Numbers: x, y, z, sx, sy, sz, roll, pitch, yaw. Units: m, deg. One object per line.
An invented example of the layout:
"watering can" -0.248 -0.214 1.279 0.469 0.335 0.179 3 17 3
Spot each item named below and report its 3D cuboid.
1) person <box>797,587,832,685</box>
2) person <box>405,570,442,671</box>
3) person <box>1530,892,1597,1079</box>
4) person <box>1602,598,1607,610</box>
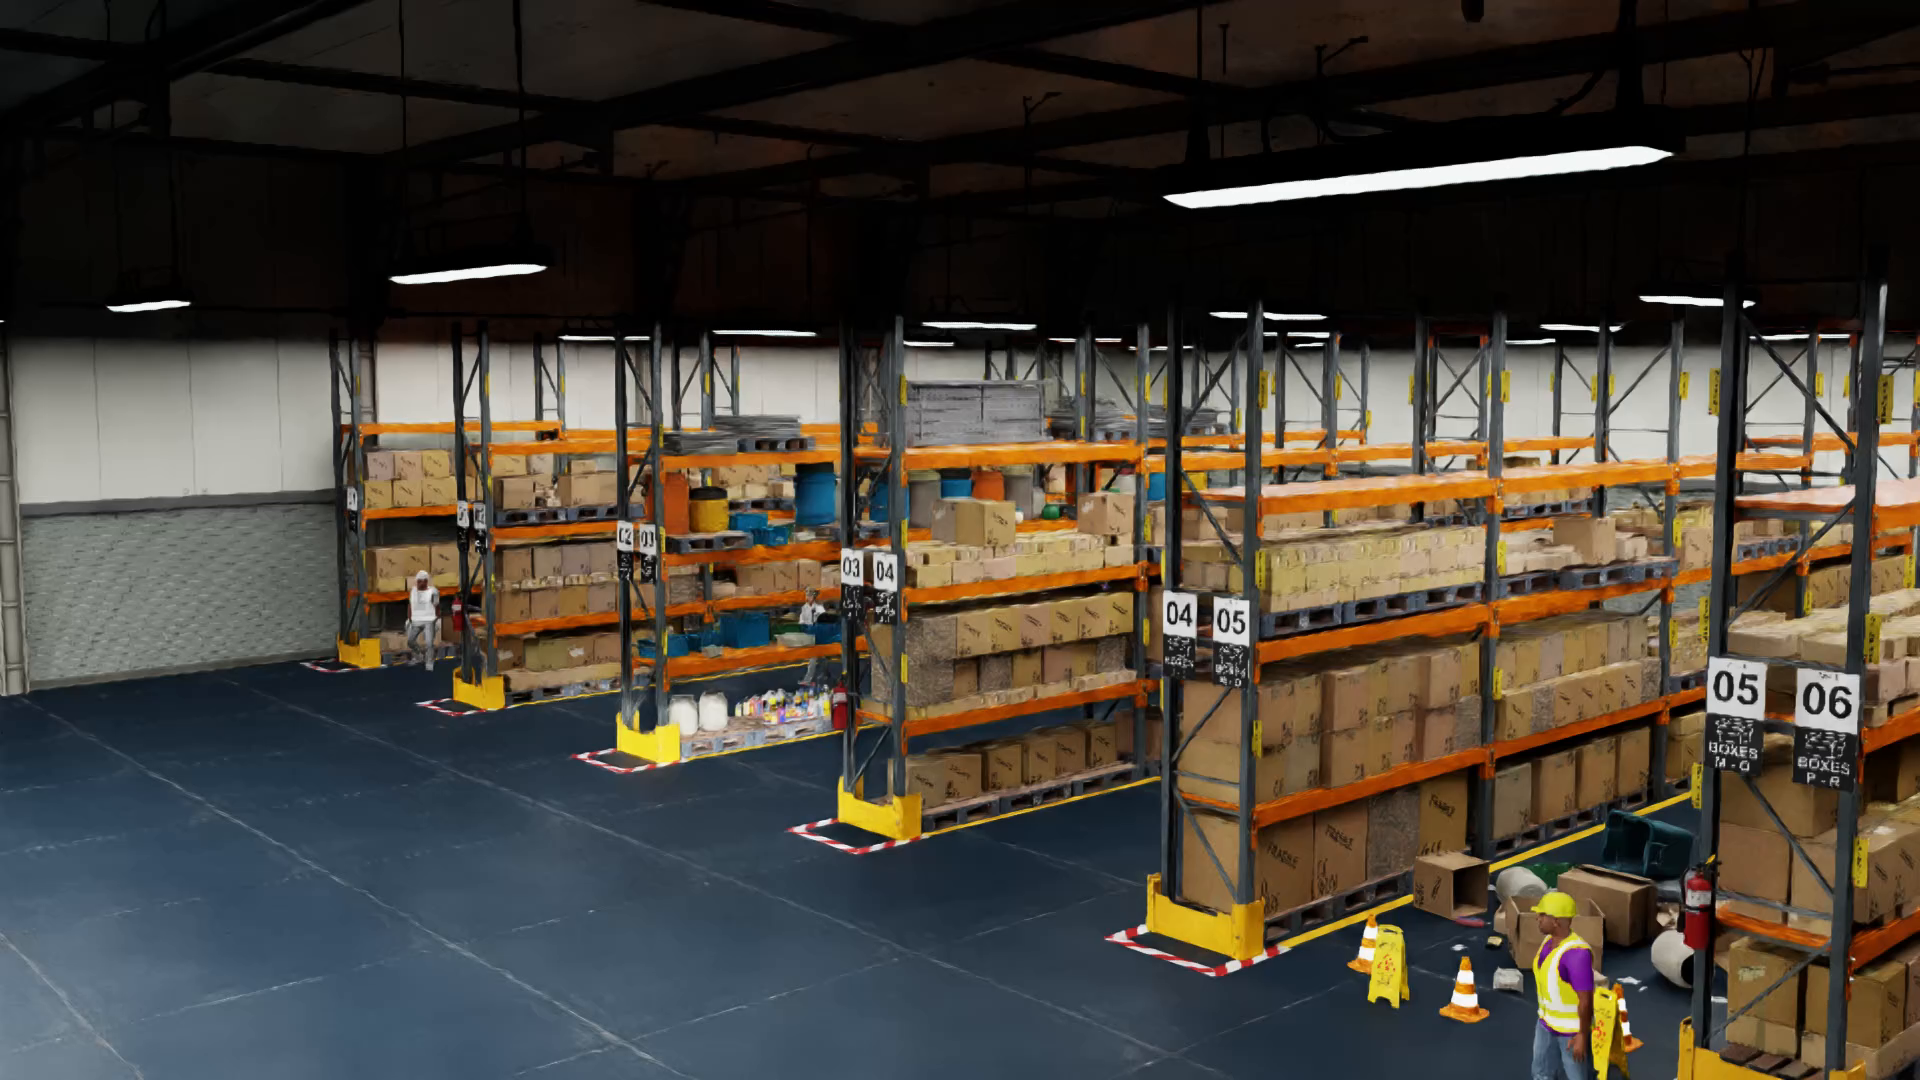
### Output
"person" -2.473 1.588 27.900 0.483 1.615 0.993 5 7 40
"person" -9.430 1.399 29.135 0.721 1.771 0.523 1 6 9
"person" 4.065 3.211 11.050 0.574 1.753 0.599 0 6 -5
"person" 12.677 1.117 32.862 0.366 1.592 0.521 3 6 24
